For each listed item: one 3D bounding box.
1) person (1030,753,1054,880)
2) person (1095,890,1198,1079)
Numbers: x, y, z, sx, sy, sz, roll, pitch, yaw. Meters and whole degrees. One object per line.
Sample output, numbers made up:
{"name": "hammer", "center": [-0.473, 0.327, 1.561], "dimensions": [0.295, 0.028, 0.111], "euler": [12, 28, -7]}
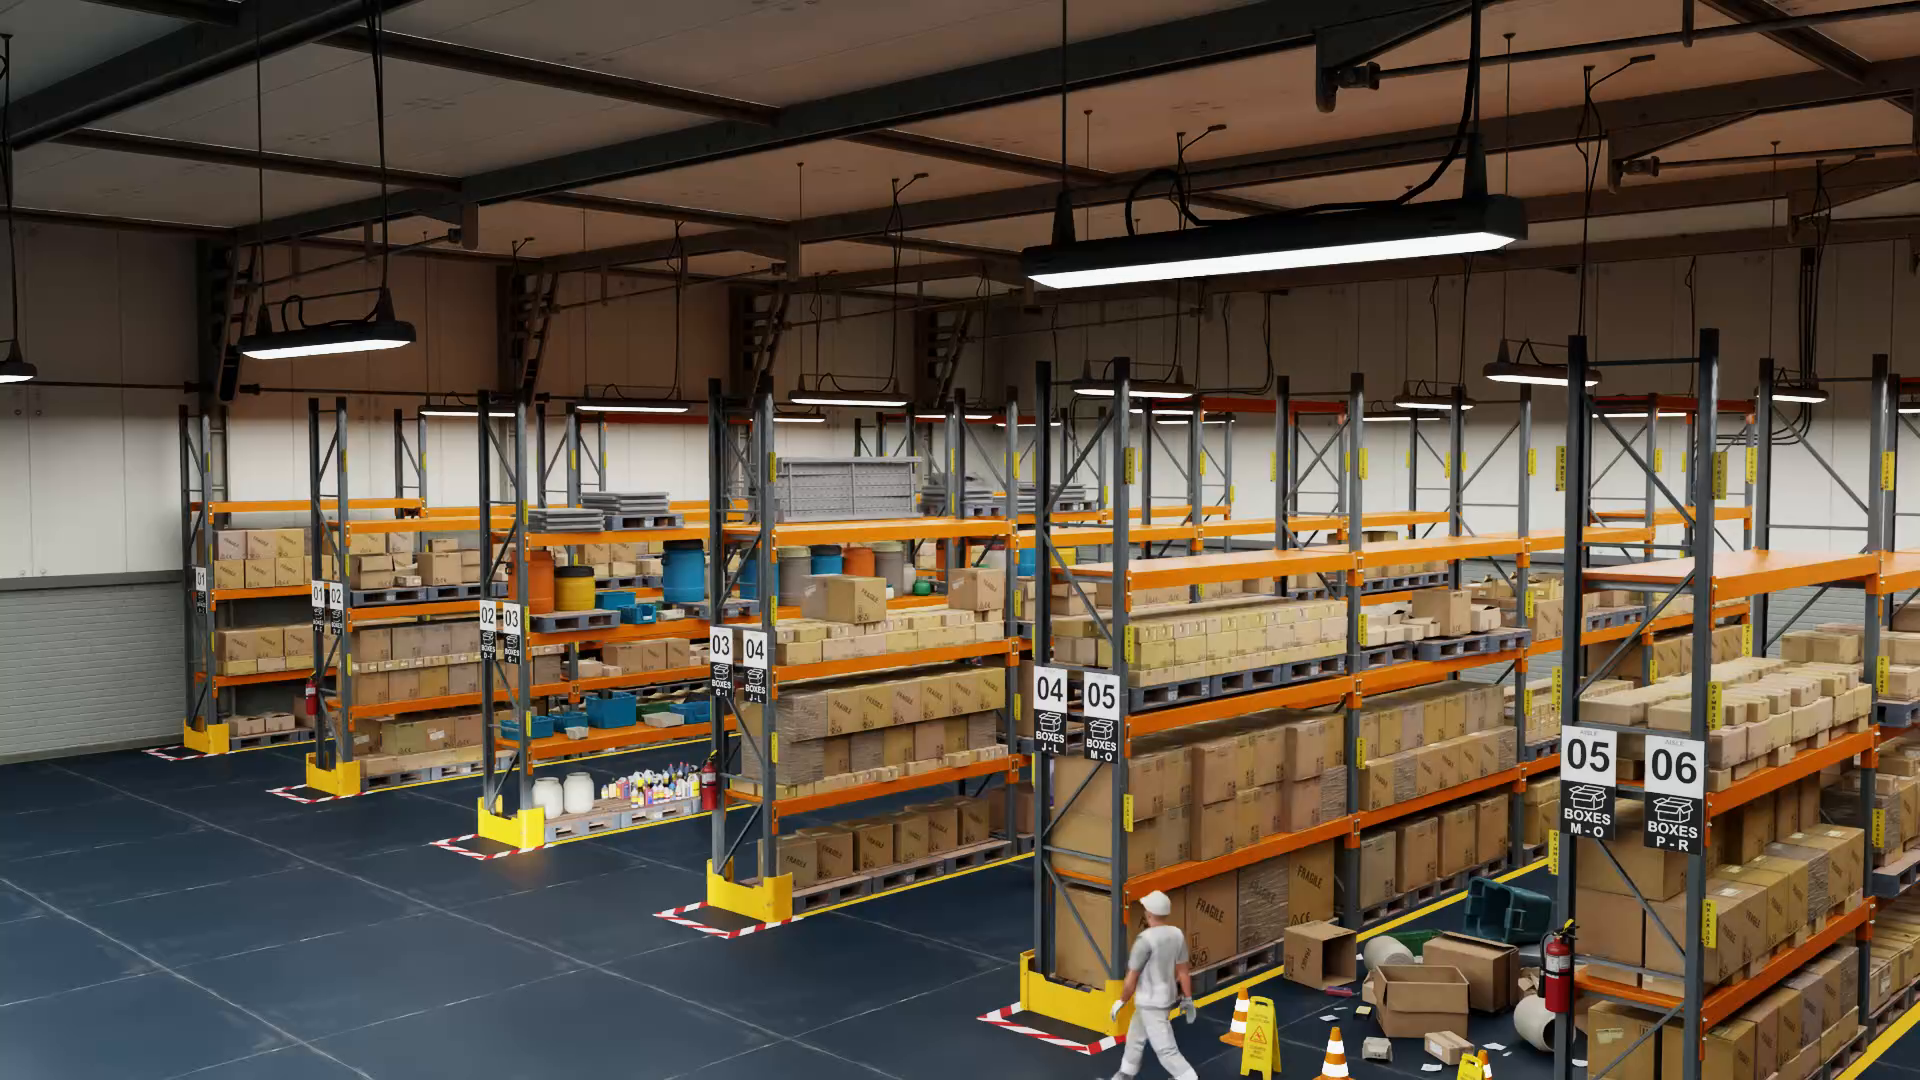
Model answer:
{"name": "person", "center": [1.040, 3.272, 20.137], "dimensions": [0.425, 1.649, 0.533], "euler": [1, 3, 14]}
{"name": "person", "center": [1.487, 3.605, 12.956], "dimensions": [1.063, 1.752, 0.491], "euler": [1, 3, 23]}
